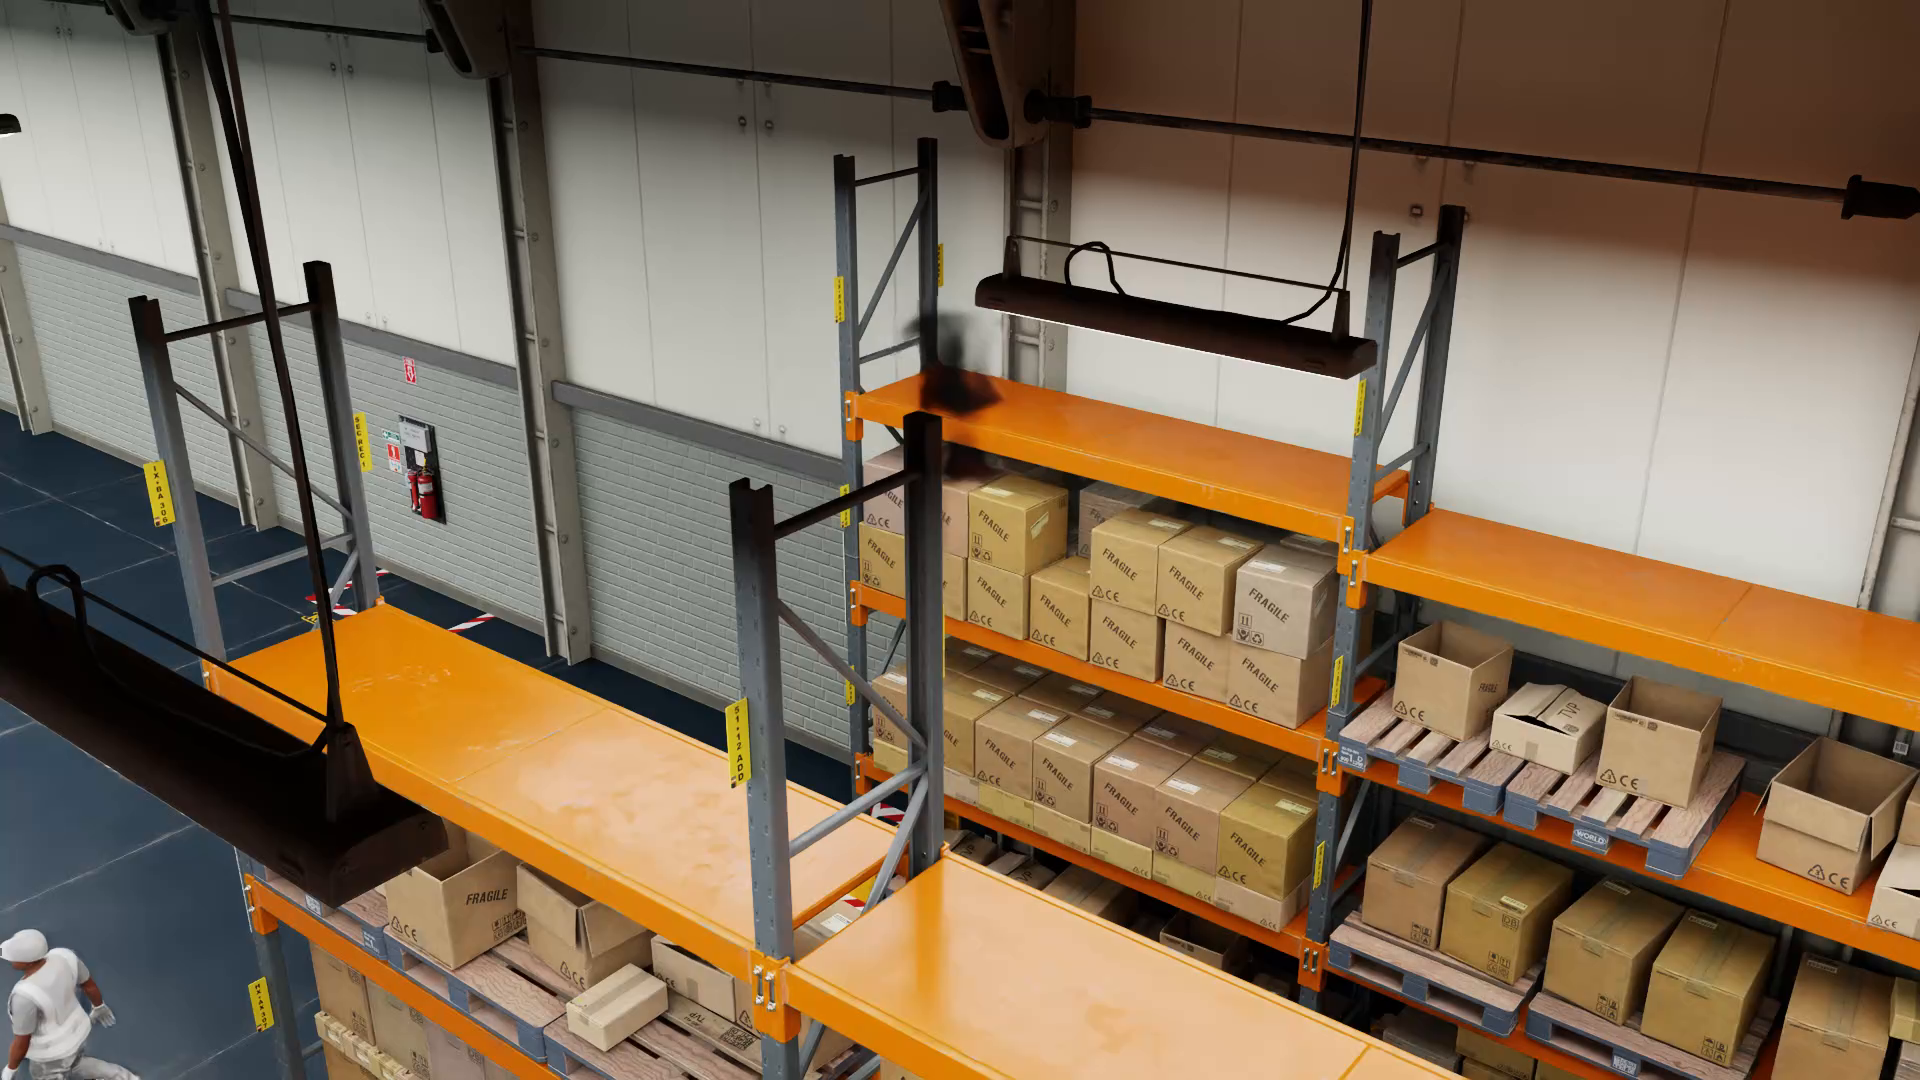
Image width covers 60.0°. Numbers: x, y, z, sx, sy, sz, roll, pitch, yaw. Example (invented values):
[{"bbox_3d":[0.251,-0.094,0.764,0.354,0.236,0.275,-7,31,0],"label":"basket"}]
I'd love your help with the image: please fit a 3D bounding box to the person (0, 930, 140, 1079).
[{"bbox_3d":[-5.760,3.197,10.739,0.594,1.736,0.775,0,23,-1],"label":"person"}]
